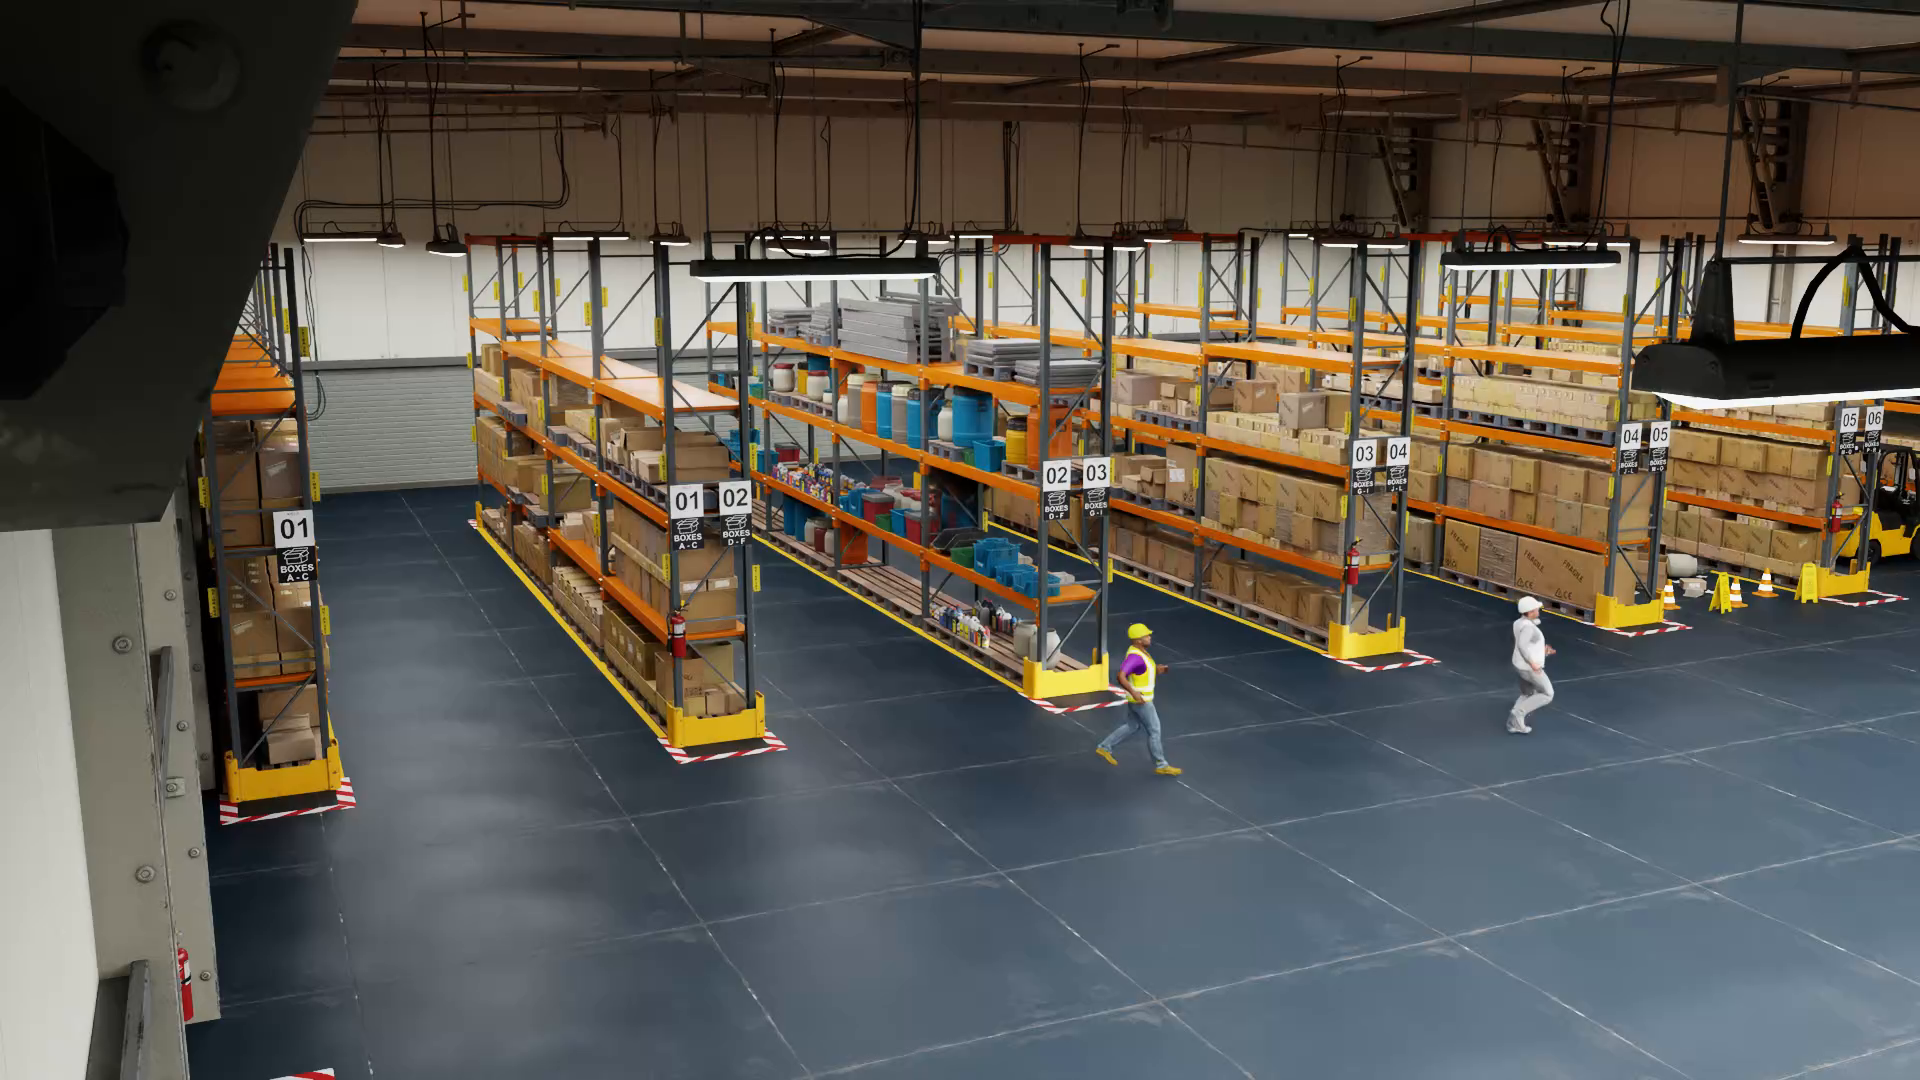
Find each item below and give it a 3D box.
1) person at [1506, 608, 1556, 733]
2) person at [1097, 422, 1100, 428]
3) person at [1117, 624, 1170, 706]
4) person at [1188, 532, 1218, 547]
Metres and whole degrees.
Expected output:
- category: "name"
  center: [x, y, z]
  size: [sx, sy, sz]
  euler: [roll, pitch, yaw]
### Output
- category: "person"
  center: [7.083, 1.575, 20.571]
  size: [0.575, 1.673, 0.645]
  euler: [0, 11, 1]
- category: "person"
  center: [3.637, -2.515, 41.534]
  size: [0.672, 1.715, 0.855]
  euler: [11, 15, 43]
- category: "person"
  center: [2.087, 1.386, 18.936]
  size: [0.639, 0.888, 0.701]
  euler: [0, 11, 2]
- category: "person"
  center: [4.705, -0.666, 31.939]
  size: [0.684, 1.771, 0.802]
  euler: [-7, 13, -30]
